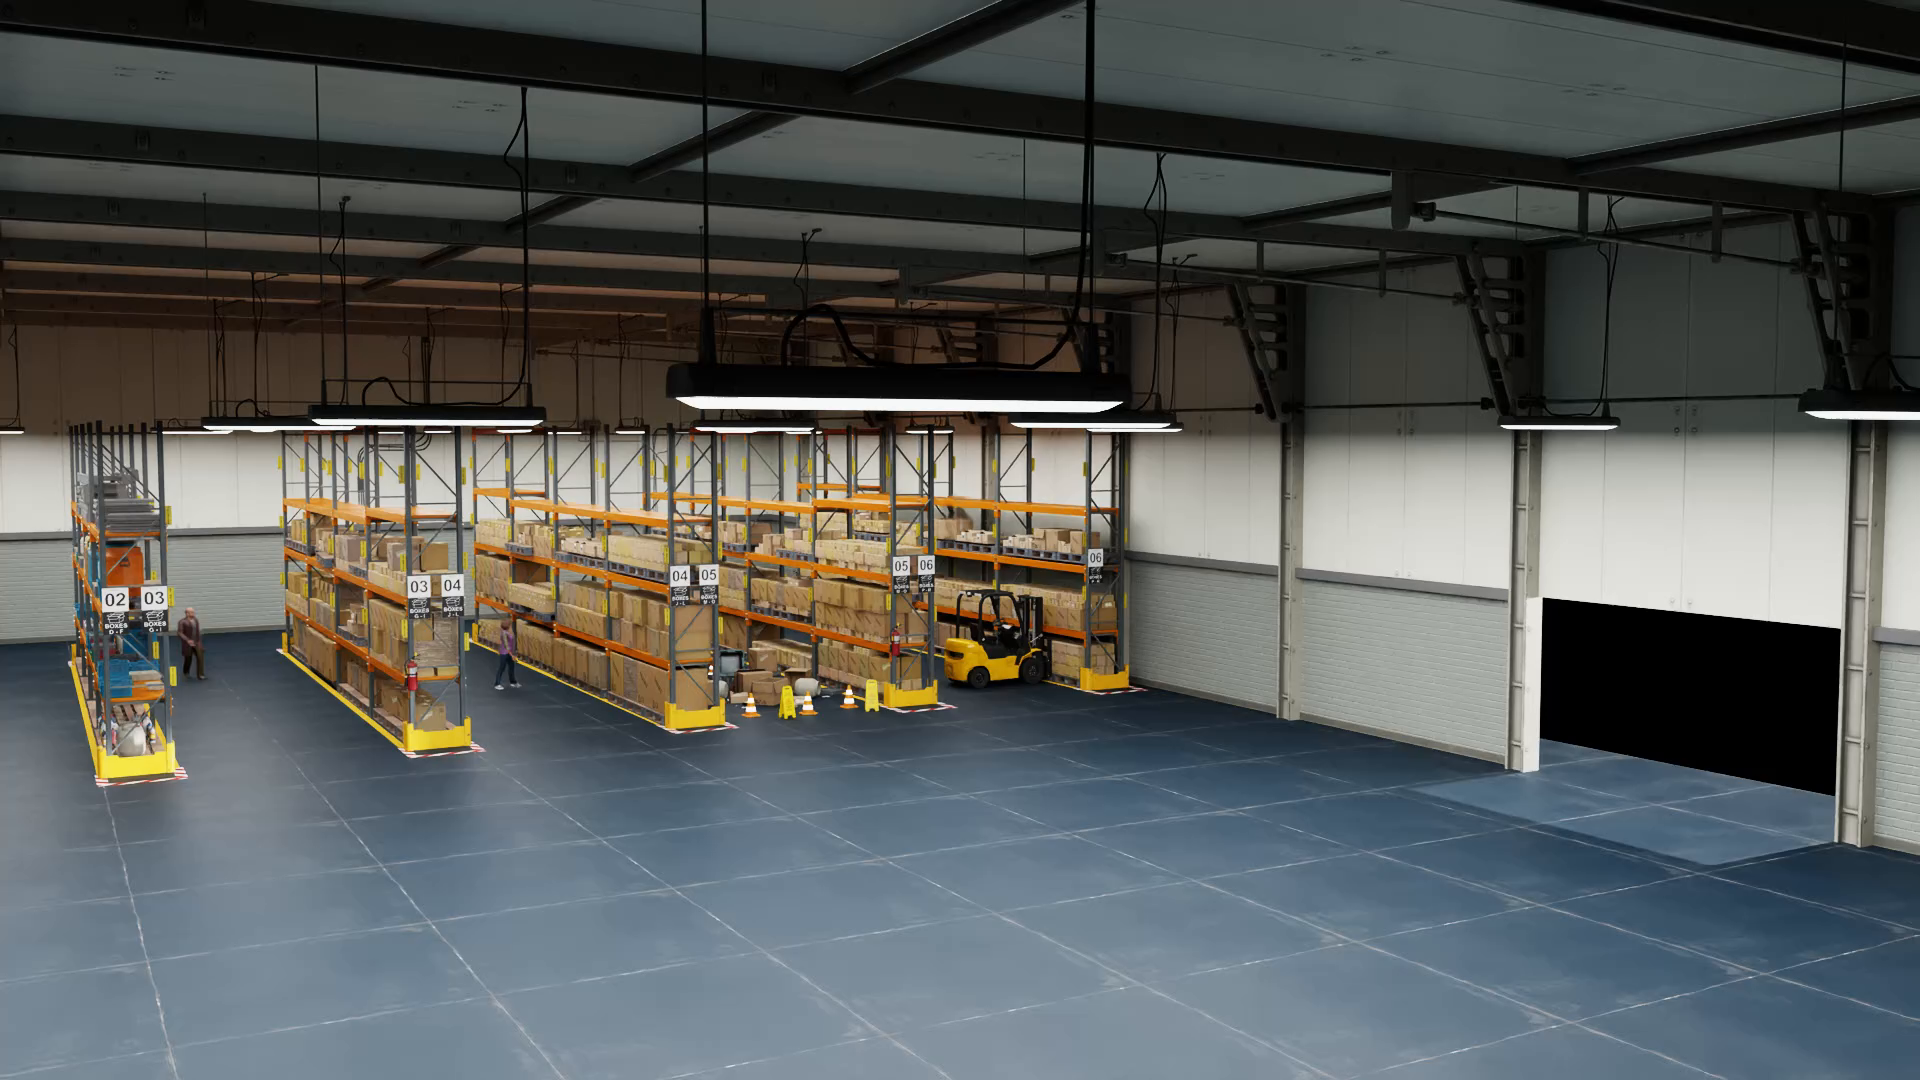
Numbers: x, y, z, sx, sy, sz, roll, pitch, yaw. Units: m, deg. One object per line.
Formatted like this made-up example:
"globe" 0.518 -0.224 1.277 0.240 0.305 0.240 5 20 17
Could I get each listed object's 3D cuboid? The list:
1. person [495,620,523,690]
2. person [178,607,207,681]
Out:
"person" -10.308 2.608 37.862 0.523 1.607 0.603 0 4 3
"person" -18.095 2.444 39.097 0.597 1.739 1.039 -3 4 -36
